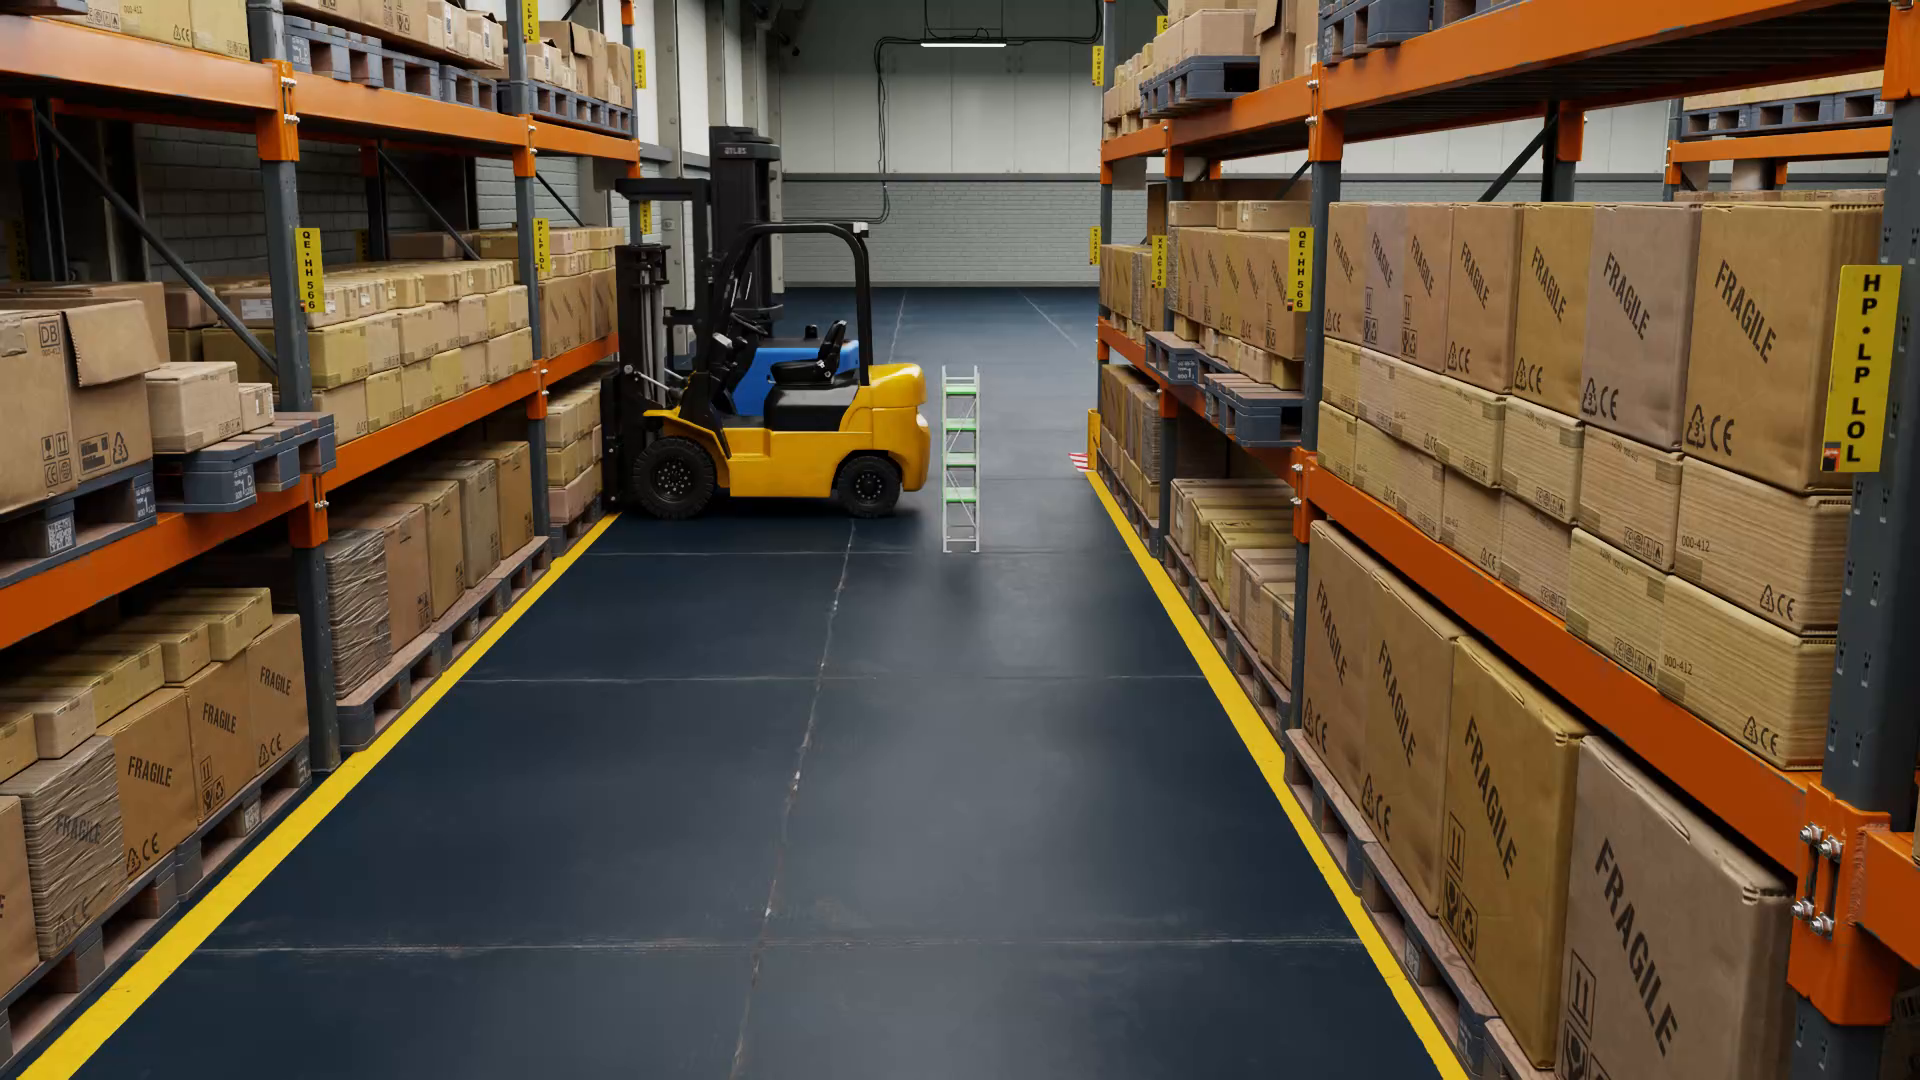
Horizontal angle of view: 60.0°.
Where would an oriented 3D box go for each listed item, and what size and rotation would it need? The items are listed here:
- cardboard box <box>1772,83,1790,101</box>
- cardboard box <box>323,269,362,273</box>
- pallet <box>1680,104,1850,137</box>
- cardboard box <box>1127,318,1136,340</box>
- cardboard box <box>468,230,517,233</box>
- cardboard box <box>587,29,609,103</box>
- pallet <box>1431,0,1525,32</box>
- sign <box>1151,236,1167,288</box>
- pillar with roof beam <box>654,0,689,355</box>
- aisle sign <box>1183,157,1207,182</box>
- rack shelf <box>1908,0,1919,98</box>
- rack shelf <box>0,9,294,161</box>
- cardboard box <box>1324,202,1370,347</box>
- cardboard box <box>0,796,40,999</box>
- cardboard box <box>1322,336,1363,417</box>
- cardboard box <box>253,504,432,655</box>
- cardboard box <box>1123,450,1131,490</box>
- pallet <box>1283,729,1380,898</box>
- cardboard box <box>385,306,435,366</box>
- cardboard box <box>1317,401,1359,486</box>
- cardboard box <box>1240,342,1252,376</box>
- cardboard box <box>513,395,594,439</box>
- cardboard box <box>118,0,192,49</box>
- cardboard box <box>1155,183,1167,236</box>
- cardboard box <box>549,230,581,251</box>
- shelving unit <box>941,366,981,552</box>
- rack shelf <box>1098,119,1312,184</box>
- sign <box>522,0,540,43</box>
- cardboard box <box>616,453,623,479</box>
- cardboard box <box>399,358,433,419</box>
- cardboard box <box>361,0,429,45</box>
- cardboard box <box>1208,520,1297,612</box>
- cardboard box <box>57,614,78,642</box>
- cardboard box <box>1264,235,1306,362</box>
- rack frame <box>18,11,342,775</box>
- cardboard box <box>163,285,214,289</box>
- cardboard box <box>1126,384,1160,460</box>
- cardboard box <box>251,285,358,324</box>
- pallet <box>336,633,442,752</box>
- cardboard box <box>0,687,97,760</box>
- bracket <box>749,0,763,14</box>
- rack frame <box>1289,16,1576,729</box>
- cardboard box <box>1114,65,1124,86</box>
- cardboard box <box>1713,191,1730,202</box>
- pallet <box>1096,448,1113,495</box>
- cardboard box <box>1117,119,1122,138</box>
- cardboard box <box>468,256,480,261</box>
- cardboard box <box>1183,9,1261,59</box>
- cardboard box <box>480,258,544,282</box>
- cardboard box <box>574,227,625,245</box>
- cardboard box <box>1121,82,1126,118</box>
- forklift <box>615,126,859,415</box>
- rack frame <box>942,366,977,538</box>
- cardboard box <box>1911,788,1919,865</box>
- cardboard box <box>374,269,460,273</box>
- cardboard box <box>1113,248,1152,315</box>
[{"bbox_3d":[6.385,-3.401,12.556,0.380,0.149,0.250,0,11,-1],"label":"cardboard box"},{"bbox_3d":[-3.394,-1.356,8.813,0.380,0.149,0.250,0,11,-2],"label":"cardboard box"},{"bbox_3d":[6.692,-3.449,13.694,1.003,0.211,1.213,0,11,-1],"label":"pallet"},{"bbox_3d":[1.449,-1.578,12.423,0.380,0.149,0.250,0,11,-1],"label":"cardboard box"},{"bbox_3d":[-3.437,-2.193,12.194,0.380,0.149,0.250,0,11,0],"label":"cardboard box"},{"bbox_3d":[-3.069,-3.591,12.612,0.700,0.500,0.500,0,11,-1],"label":"cardboard box"},{"bbox_3d":[1.977,-1.566,4.667,1.003,0.211,1.213,0,11,1],"label":"pallet"},{"bbox_3d":[1.260,-1.755,10.487,0.100,0.325,0.005,0,11,-1],"label":"sign"},{"bbox_3d":[-0.074,-7.309,24.954,9.100,9.000,0.400,0,11,-1],"label":"pillar with roof beam"},{"bbox_3d":[2.008,-3.417,14.319,0.394,0.787,0.004,0,11,-1],"label":"aisle sign"},{"bbox_3d":[2.009,-0.464,0.566,1.077,0.370,4.000,0,11,-1],"label":"rack shelf"},{"bbox_3d":[-3.037,-1.238,4.381,1.077,0.370,4.000,0,11,-1],"label":"rack shelf"},{"bbox_3d":[1.650,-0.979,6.074,0.500,0.500,0.500,-1,11,-3],"label":"cardboard box"},{"bbox_3d":[-2.807,0.994,4.344,0.500,0.500,0.500,-1,11,-3],"label":"cardboard box"},{"bbox_3d":[1.648,-0.609,6.135,0.500,0.250,0.500,0,11,-2],"label":"cardboard box"},{"bbox_3d":[-3.098,0.186,8.013,0.875,0.625,0.625,0,11,1],"label":"cardboard box"},{"bbox_3d":[1.494,-0.516,12.416,0.500,0.250,0.500,0,11,0],"label":"cardboard box"},{"bbox_3d":[1.826,0.985,6.175,1.003,0.211,1.213,0,11,-1],"label":"pallet"},{"bbox_3d":[-2.845,-0.982,7.976,0.500,0.250,0.500,-1,11,-3],"label":"cardboard box"},{"bbox_3d":[1.643,-0.367,6.202,0.500,0.250,0.500,0,11,-2],"label":"cardboard box"},{"bbox_3d":[1.518,-0.839,7.725,0.380,0.149,0.250,-1,11,-4],"label":"cardboard box"},{"bbox_3d":[-2.857,-0.860,11.601,0.500,0.250,0.500,0,11,-1],"label":"cardboard box"},{"bbox_3d":[-2.813,-1.714,5.294,0.500,0.250,0.500,0,11,-1],"label":"cardboard box"},{"bbox_3d":[1.951,-2.613,13.379,0.700,0.500,0.500,0,11,-1],"label":"cardboard box"},{"bbox_3d":[-2.999,-2.196,12.206,0.380,0.149,0.250,0,11,-1],"label":"cardboard box"},{"bbox_3d":[0.003,-0.555,11.278,0.258,1.200,0.503,0,11,-1],"label":"shelving unit"},{"bbox_3d":[1.761,-2.849,12.324,1.077,0.370,4.000,0,11,-1],"label":"rack shelf"},{"bbox_3d":[-2.618,-3.195,10.127,0.100,0.325,0.005,0,11,-1],"label":"sign"},{"bbox_3d":[-2.882,-0.573,12.698,0.500,0.250,0.500,0,11,1],"label":"cardboard box"},{"bbox_3d":[-2.866,-0.736,8.020,0.500,0.250,0.500,-1,11,-3],"label":"cardboard box"},{"bbox_3d":[-2.870,-2.639,7.920,0.500,0.500,0.500,0,11,0],"label":"cardboard box"},{"bbox_3d":[1.850,0.133,8.911,0.950,0.372,0.625,0,11,1],"label":"cardboard box"},{"bbox_3d":[-3.400,0.341,5.932,0.380,0.149,0.250,0,11,1],"label":"cardboard box"},{"bbox_3d":[1.597,-1.029,7.030,0.500,0.500,0.500,-1,11,-3],"label":"cardboard box"},{"bbox_3d":[-3.078,-0.518,6.568,1.000,3.000,0.127,0,11,-1],"label":"rack frame"},{"bbox_3d":[-3.404,-1.000,7.062,0.380,0.149,0.250,0,11,0],"label":"cardboard box"},{"bbox_3d":[1.498,-0.879,12.321,0.500,0.500,0.500,0,11,2],"label":"cardboard box"},{"bbox_3d":[-2.797,-1.002,7.073,0.380,0.149,0.250,0,11,0],"label":"cardboard box"},{"bbox_3d":[-3.056,0.685,7.652,1.003,0.211,1.213,0,11,-1],"label":"pallet"},{"bbox_3d":[-2.815,0.544,4.931,0.380,0.149,0.250,-1,11,-4],"label":"cardboard box"},{"bbox_3d":[-4.209,-10.848,33.343,0.076,0.066,4.783,0,11,-1],"label":"bracket"},{"bbox_3d":[1.885,-0.539,6.672,1.000,3.000,0.127,0,11,-1],"label":"rack frame"},{"bbox_3d":[1.418,-3.645,13.065,0.380,0.149,0.250,0,11,-1],"label":"cardboard box"},{"bbox_3d":[6.739,-2.590,13.686,0.875,0.550,0.550,0,11,-1],"label":"cardboard box"},{"bbox_3d":[1.702,-0.586,13.916,1.003,0.211,1.213,0,11,-1],"label":"pallet"},{"bbox_3d":[1.468,-3.304,13.390,0.380,0.149,0.250,0,11,0],"label":"cardboard box"},{"bbox_3d":[-3.461,-1.845,11.226,0.380,0.149,0.250,0,11,0],"label":"cardboard box"},{"bbox_3d":[1.457,-2.618,8.696,0.500,0.250,0.500,0,11,-2],"label":"cardboard box"},{"bbox_3d":[-2.904,-1.744,10.730,0.380,0.149,0.250,0,11,-2],"label":"cardboard box"},{"bbox_3d":[-3.025,-2.551,13.956,0.380,0.149,0.250,0,11,-1],"label":"cardboard box"},{"bbox_3d":[1.499,-3.368,12.700,0.500,0.250,0.500,0,11,1],"label":"cardboard box"},{"bbox_3d":[-2.432,-2.140,14.735,3.031,2.935,1.130,1,11,3],"label":"forklift"},{"bbox_3d":[-0.002,-0.604,11.517,0.240,1.200,0.015,0,11,-1],"label":"rack frame"},{"bbox_3d":[1.715,0.301,2.277,0.500,0.500,0.500,0,11,1],"label":"cardboard box"},{"bbox_3d":[-2.876,-1.359,8.831,0.380,0.149,0.250,0,11,-1],"label":"cardboard box"},{"bbox_3d":[1.478,-2.025,12.994,0.500,0.500,0.500,0,11,-2],"label":"cardboard box"}]
